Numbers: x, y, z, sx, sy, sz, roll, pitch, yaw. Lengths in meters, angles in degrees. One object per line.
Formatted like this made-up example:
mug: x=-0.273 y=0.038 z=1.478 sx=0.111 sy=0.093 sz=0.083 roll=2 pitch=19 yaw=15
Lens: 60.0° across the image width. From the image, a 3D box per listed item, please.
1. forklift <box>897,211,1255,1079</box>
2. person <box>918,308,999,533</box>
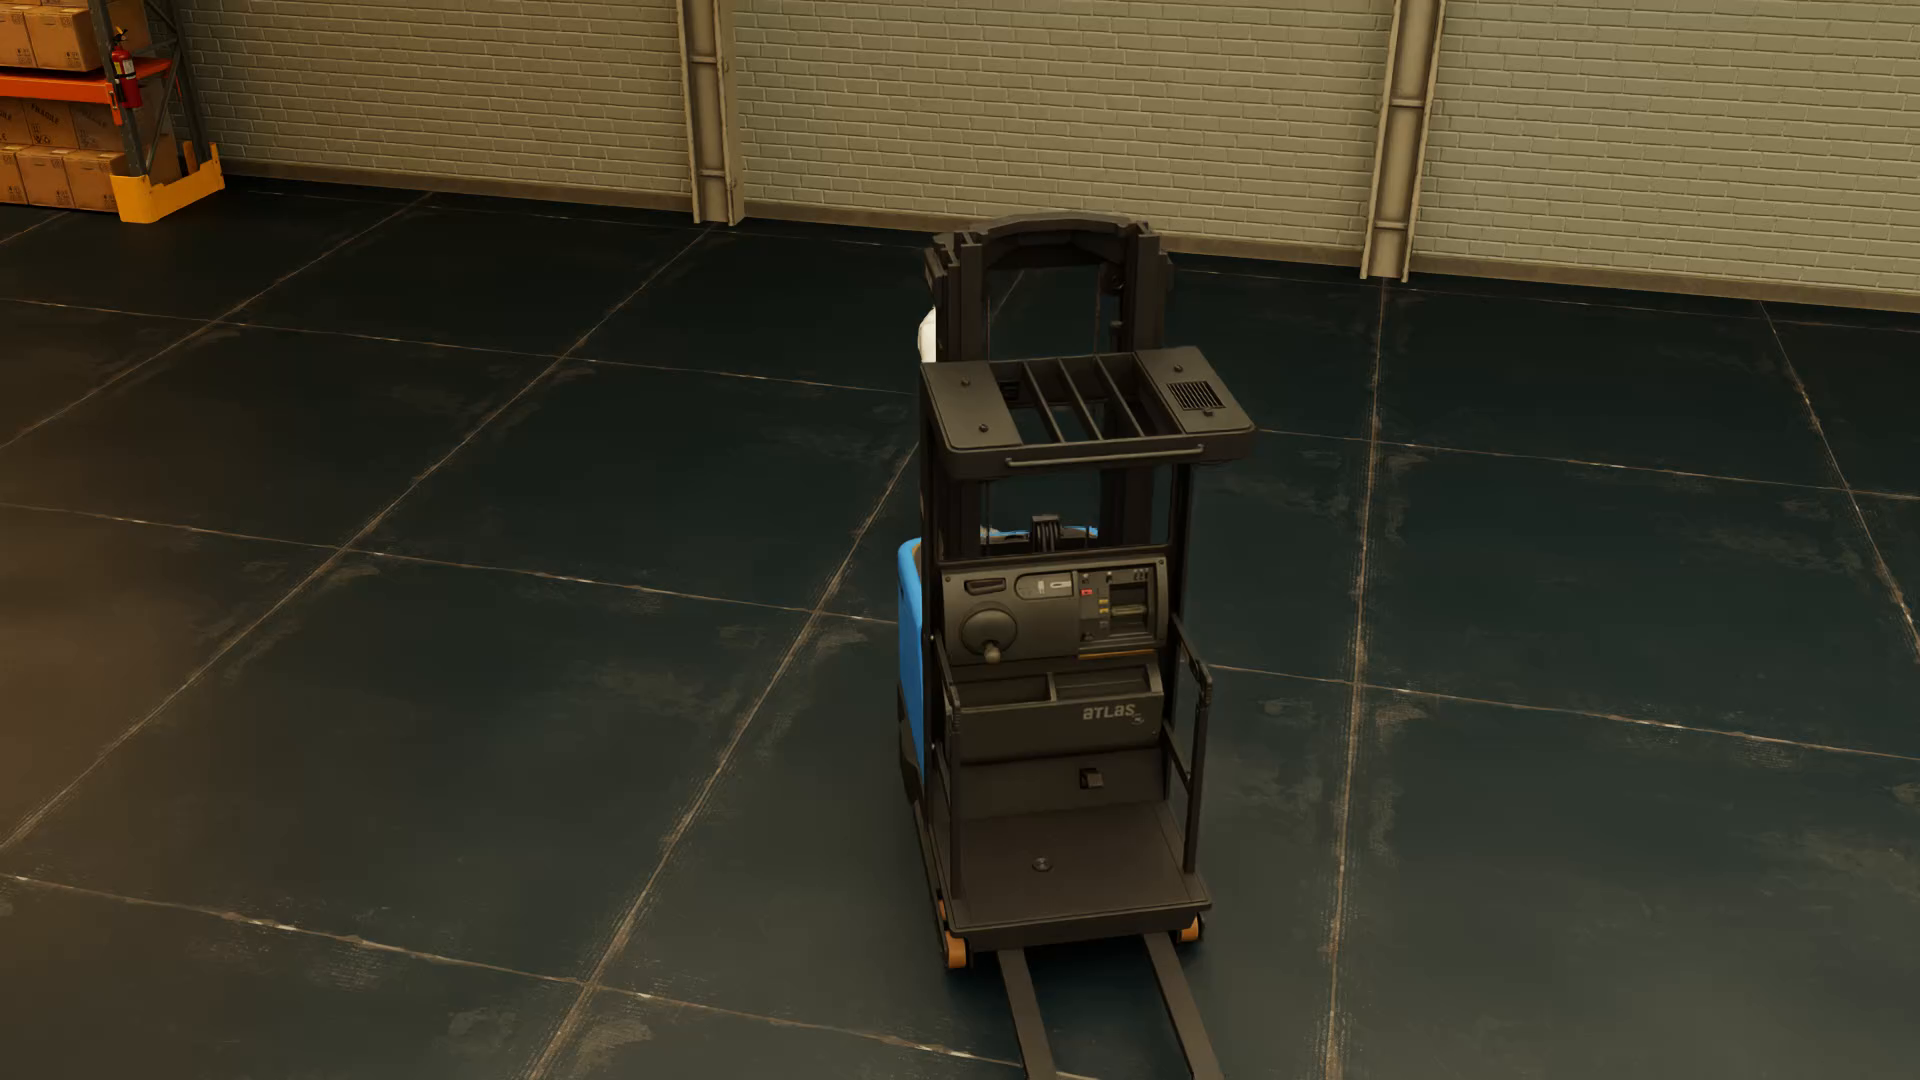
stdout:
forklift: x=0.427 y=0.330 z=6.587 sx=1.130 sy=2.935 sz=3.031 roll=-4 pitch=30 yaw=-8
person: x=0.067 y=-0.764 z=9.686 sx=0.575 sy=1.768 sz=0.666 roll=7 pitch=30 yaw=12
